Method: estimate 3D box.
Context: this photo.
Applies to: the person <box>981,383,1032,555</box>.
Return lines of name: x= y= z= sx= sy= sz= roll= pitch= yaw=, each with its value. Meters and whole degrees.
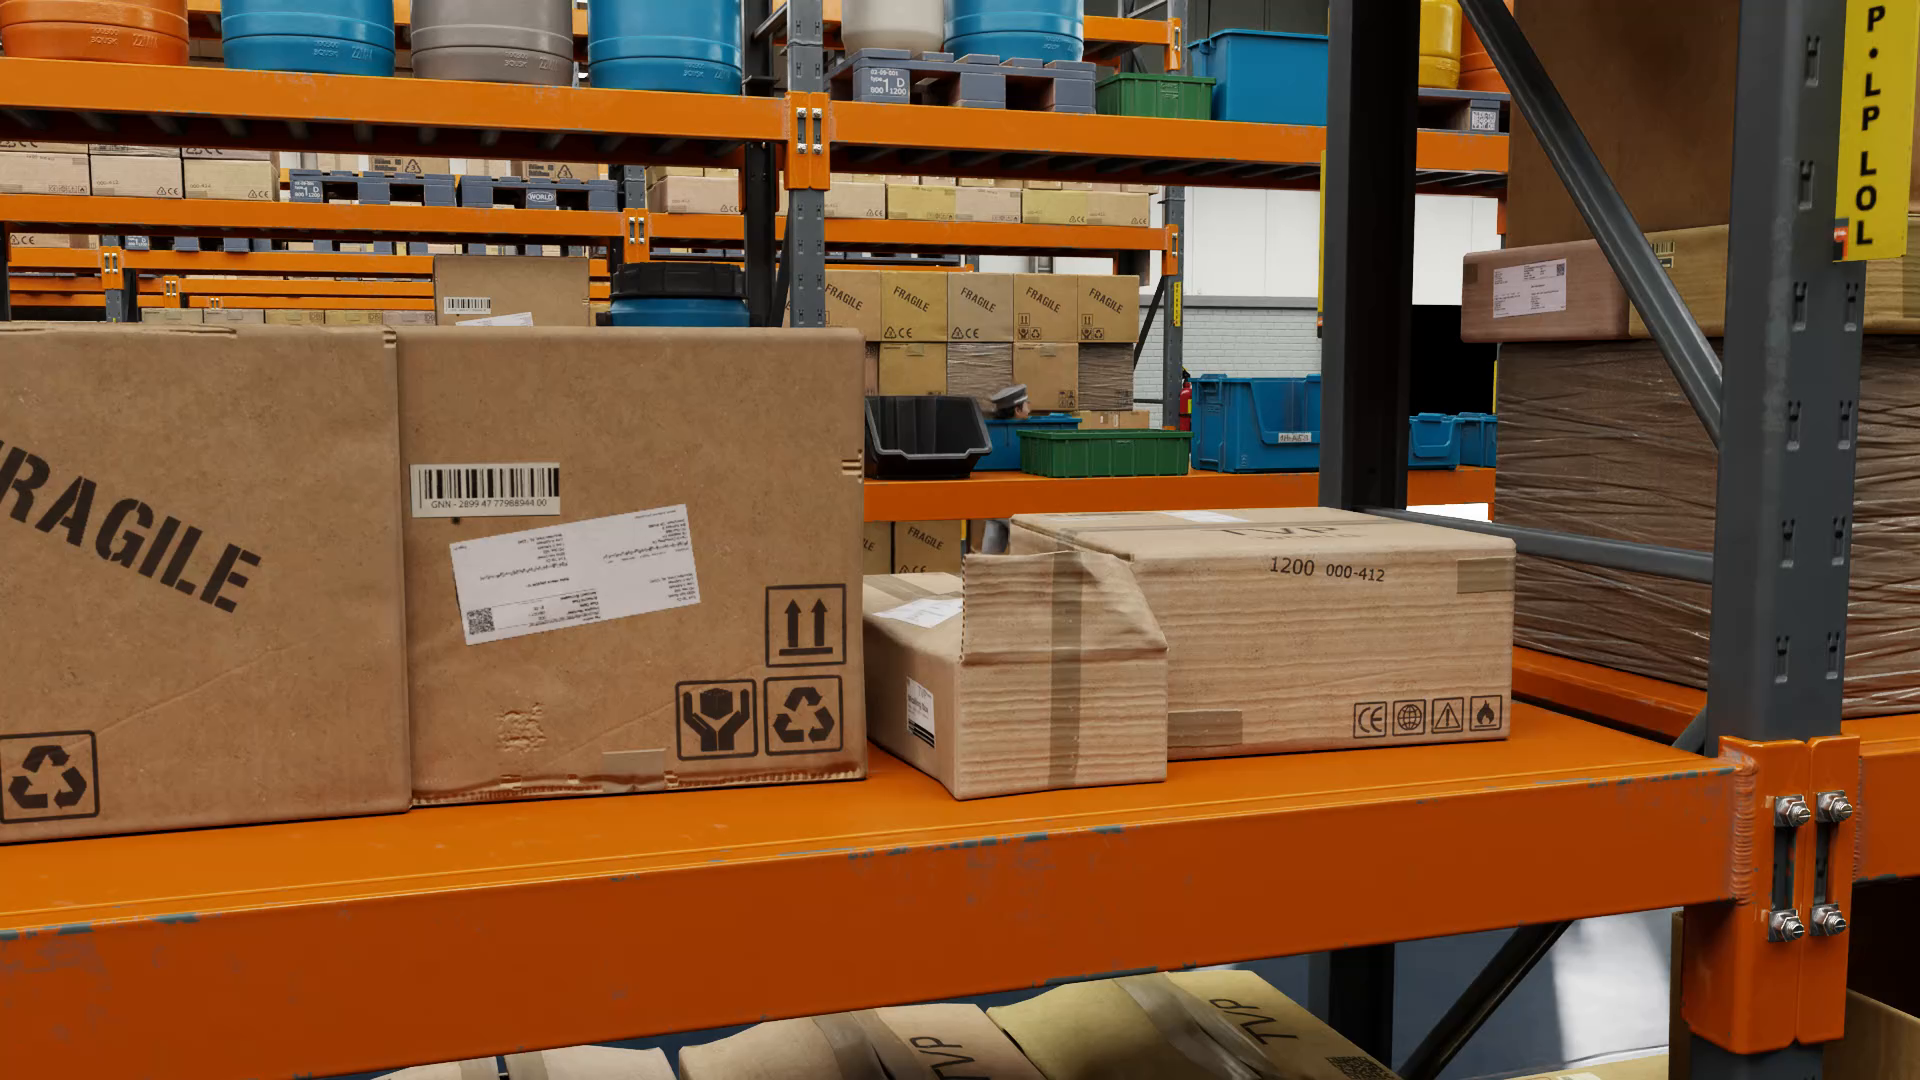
person: x=0.395 y=-0.202 z=10.748 sx=1.009 sy=1.620 sz=0.496 roll=-4 pitch=7 yaw=-33
